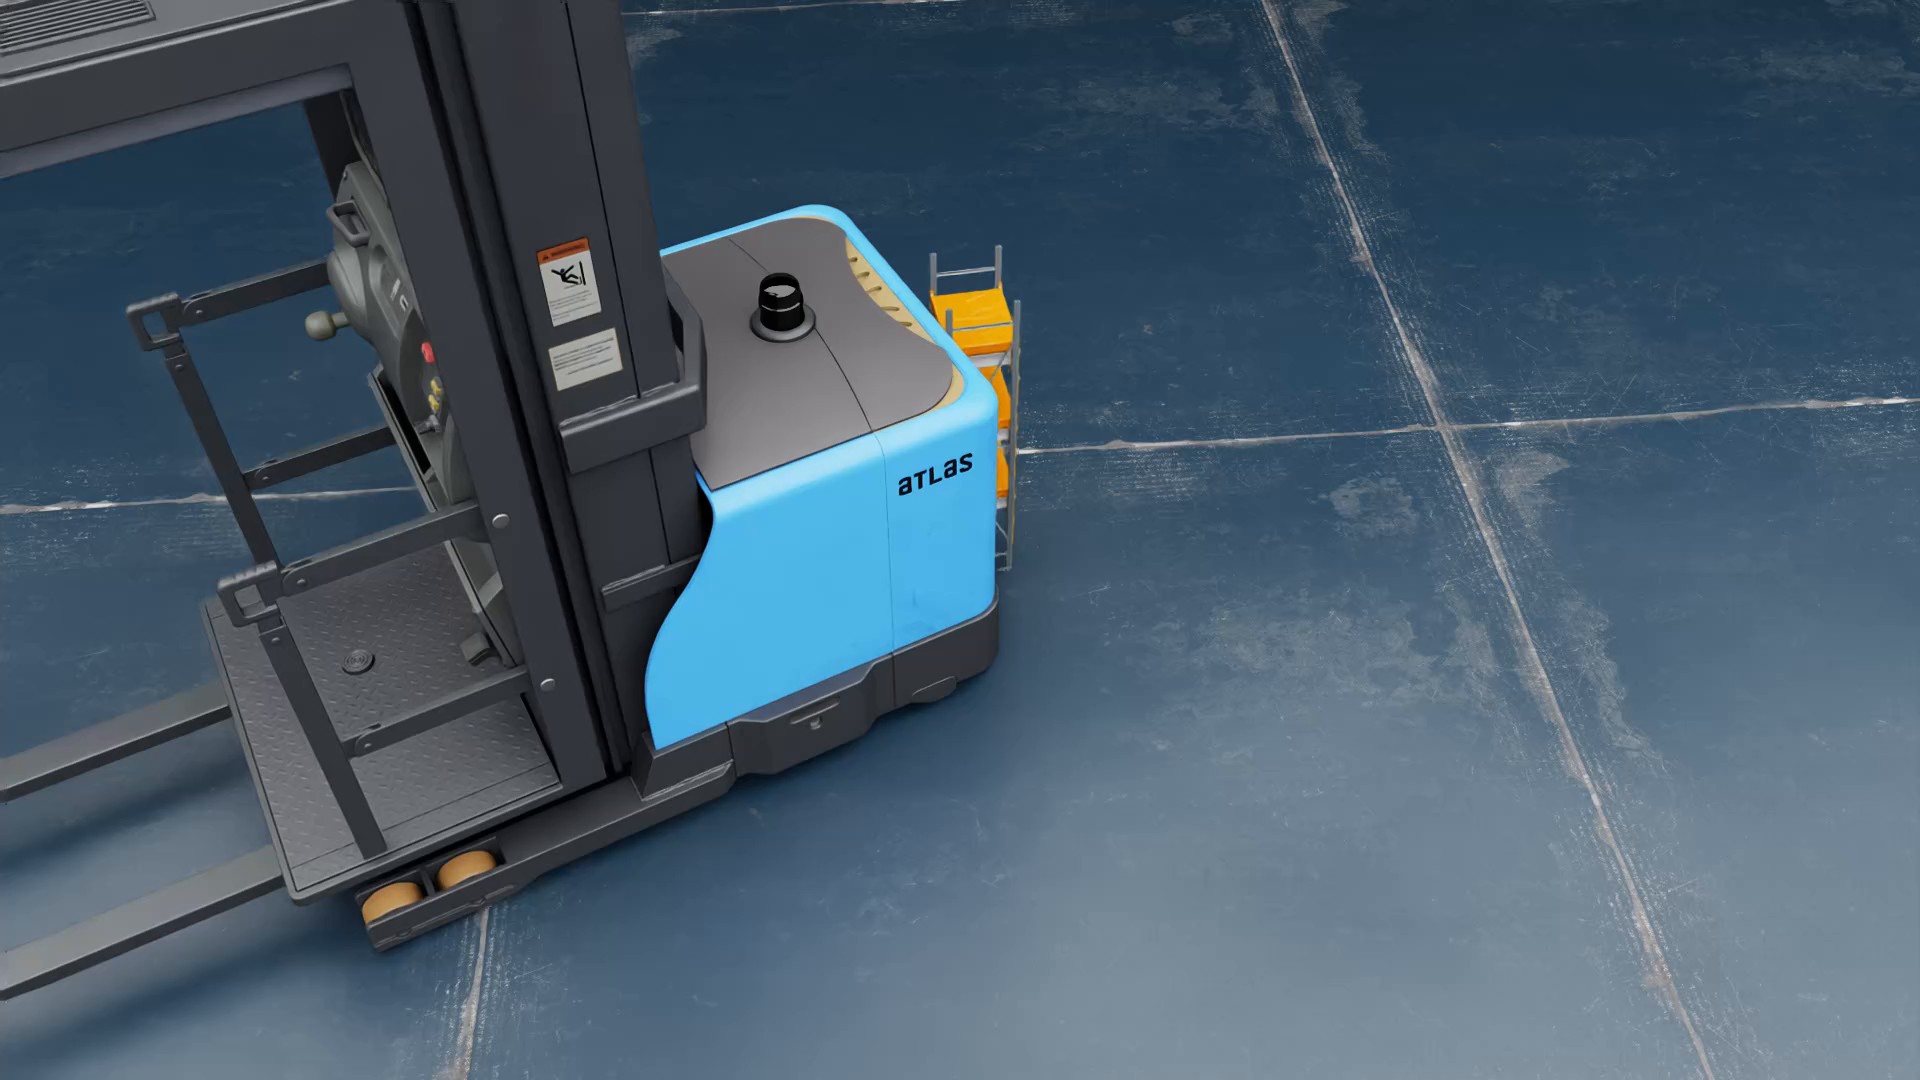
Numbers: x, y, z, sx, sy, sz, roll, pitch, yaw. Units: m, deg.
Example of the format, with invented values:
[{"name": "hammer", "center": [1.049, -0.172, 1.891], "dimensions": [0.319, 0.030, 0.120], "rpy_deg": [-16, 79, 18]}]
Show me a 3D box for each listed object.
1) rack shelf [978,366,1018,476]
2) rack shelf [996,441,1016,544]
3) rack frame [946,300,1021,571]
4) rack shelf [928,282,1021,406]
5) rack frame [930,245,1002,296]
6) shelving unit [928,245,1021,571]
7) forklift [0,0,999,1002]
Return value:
[{"name": "rack shelf", "center": [0.039, -0.339, 4.863], "dimensions": [0.215, 0.259, 0.240], "rpy_deg": [-8, 47, -7]}, {"name": "rack shelf", "center": [0.039, -0.148, 5.064], "dimensions": [0.215, 0.259, 0.240], "rpy_deg": [-8, 47, -7]}, {"name": "rack frame", "center": [0.061, -0.259, 4.773], "dimensions": [0.200, 1.050, 0.008], "rpy_deg": [-8, 47, -7]}, {"name": "rack shelf", "center": [0.039, -0.534, 4.657], "dimensions": [0.215, 0.259, 0.240], "rpy_deg": [-8, 47, -7]}, {"name": "rack frame", "center": [0.016, -0.433, 4.937], "dimensions": [0.200, 1.050, 0.008], "rpy_deg": [-8, 47, -7]}, {"name": "shelving unit", "center": [0.039, -0.346, 4.855], "dimensions": [0.215, 1.050, 0.252], "rpy_deg": [-8, 47, -7]}, {"name": "forklift", "center": [-1.430, -0.415, 3.624], "dimensions": [3.031, 2.935, 1.130], "rpy_deg": [-22, 50, -19]}]
